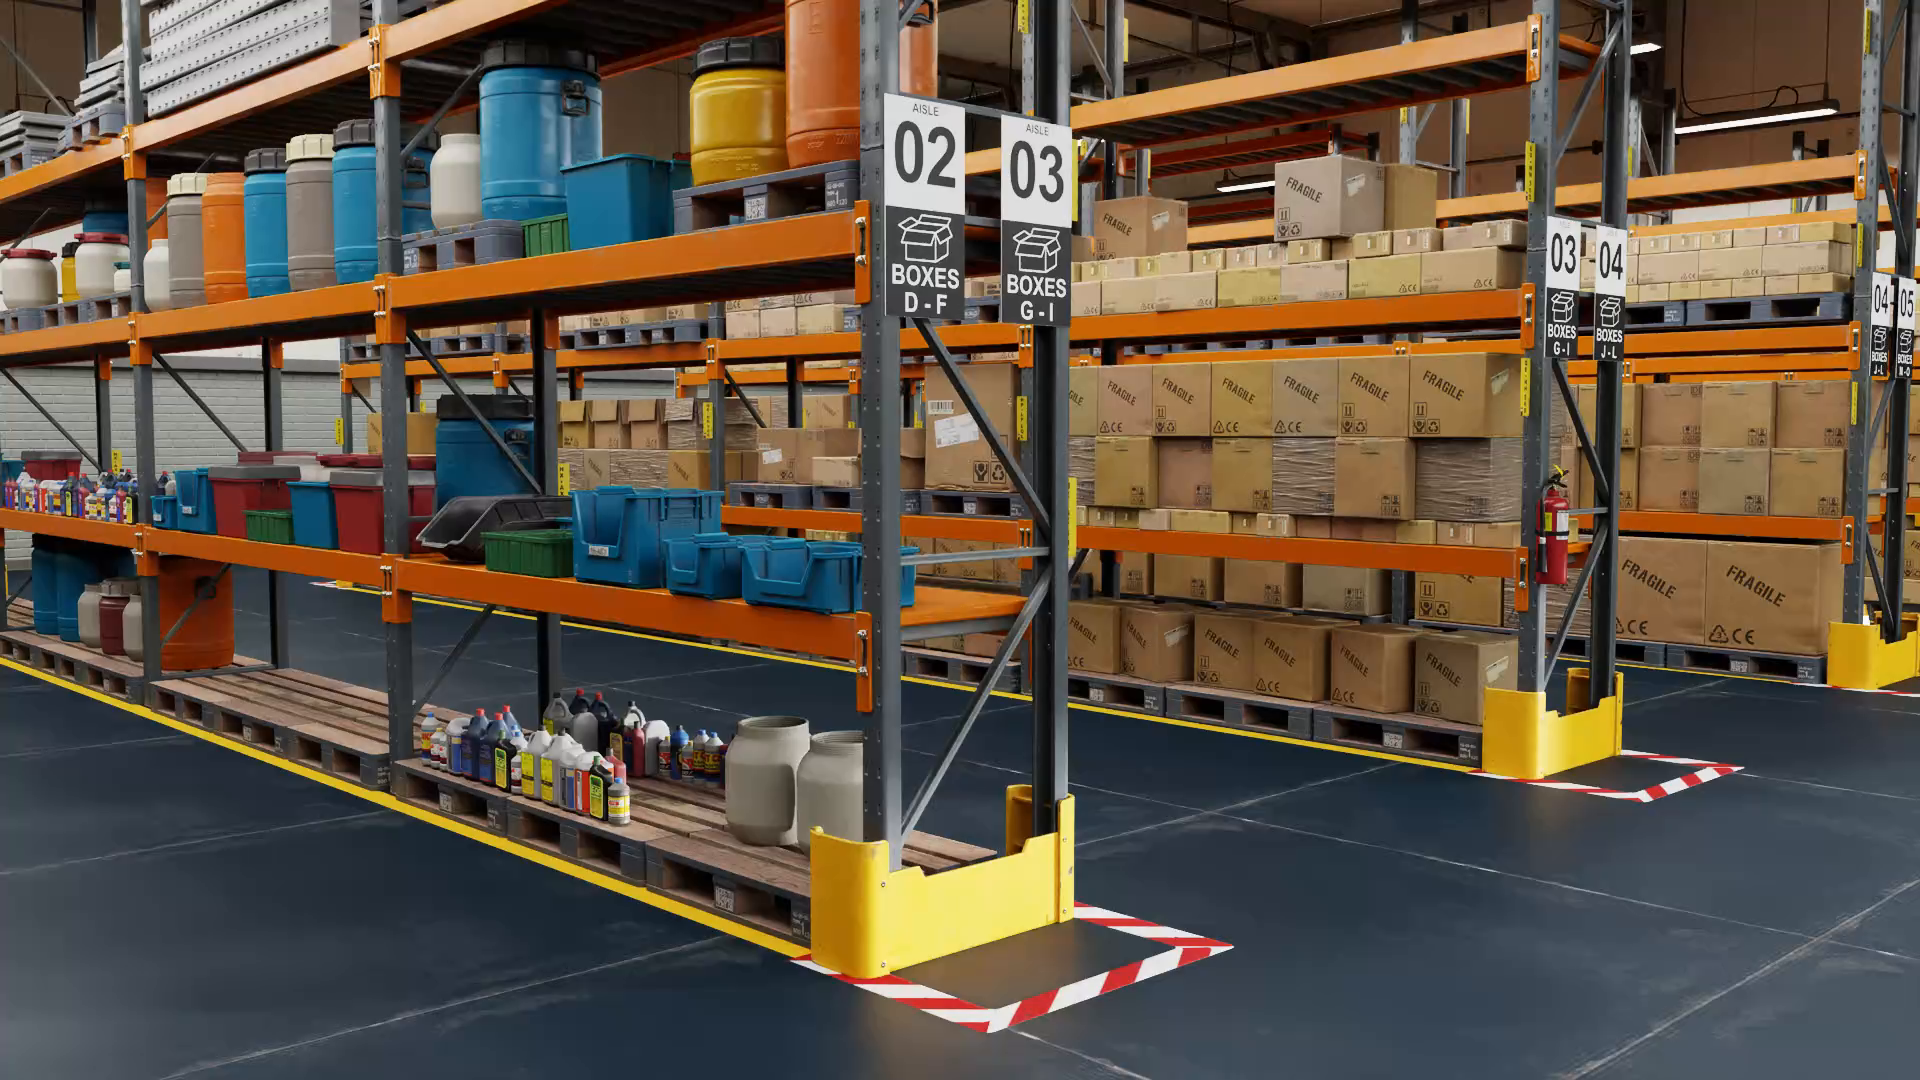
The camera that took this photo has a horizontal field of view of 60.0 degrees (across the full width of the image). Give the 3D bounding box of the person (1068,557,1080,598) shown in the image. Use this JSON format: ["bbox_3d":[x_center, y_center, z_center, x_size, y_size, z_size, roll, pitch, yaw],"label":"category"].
[{"bbox_3d":[1.093,0.138,17.366,0.858,1.421,0.552,4,5,43],"label":"person"}]
